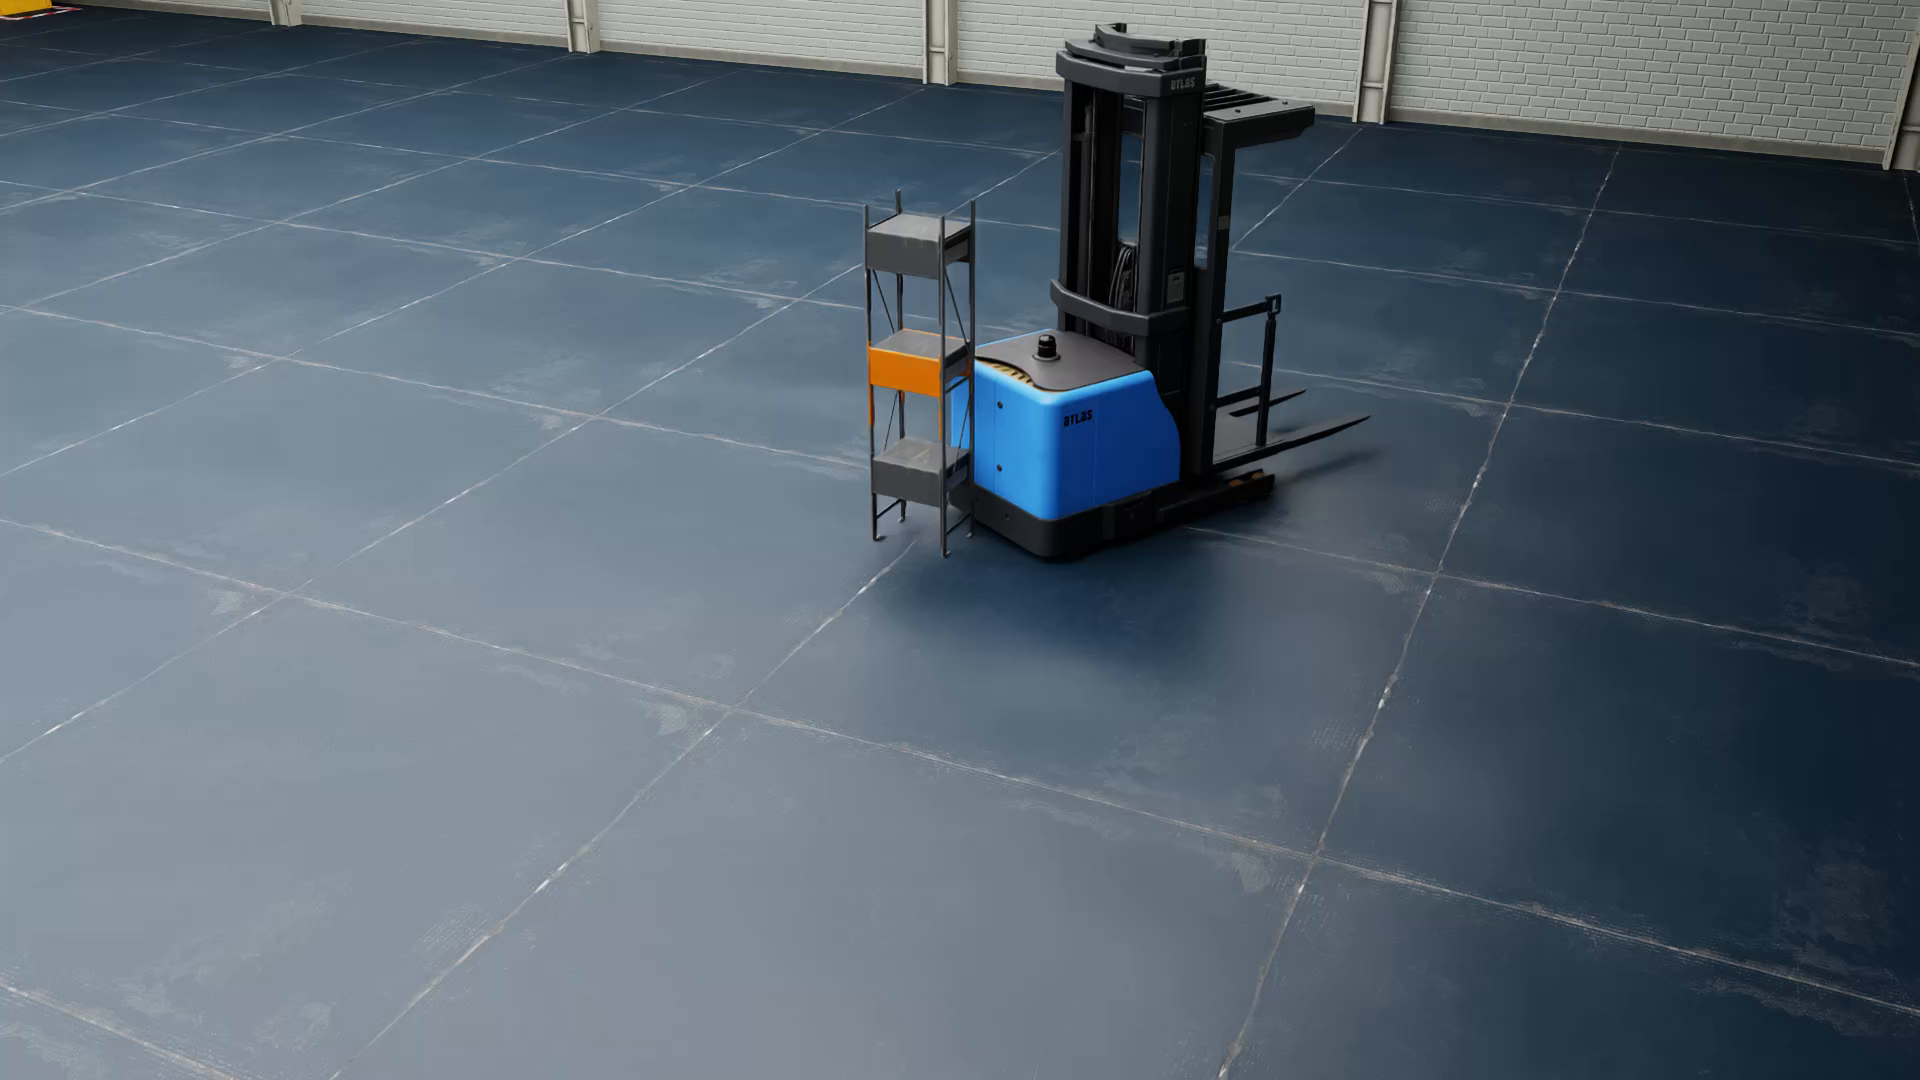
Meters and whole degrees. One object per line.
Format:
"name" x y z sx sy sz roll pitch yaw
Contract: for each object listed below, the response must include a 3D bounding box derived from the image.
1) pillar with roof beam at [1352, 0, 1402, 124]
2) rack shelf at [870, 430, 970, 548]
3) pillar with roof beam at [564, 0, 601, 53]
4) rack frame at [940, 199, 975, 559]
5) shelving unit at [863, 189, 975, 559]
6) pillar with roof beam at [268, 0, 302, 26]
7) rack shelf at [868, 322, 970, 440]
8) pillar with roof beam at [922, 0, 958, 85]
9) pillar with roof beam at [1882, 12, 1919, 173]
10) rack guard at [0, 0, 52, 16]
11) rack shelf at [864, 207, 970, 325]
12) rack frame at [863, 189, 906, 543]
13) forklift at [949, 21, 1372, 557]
"pillar with roof beam" 3.404 -7.606 15.510 0.400 9.000 9.100 11 28 22
"rack shelf" -0.228 -0.316 10.130 0.480 0.518 0.431 13 29 25
"pillar with roof beam" -7.520 -9.800 19.967 0.400 9.000 9.100 11 28 22
"rack frame" -0.012 -0.906 9.712 0.015 2.100 0.400 13 29 25
"shelving unit" -0.228 -0.956 9.814 0.503 2.100 0.431 13 29 25
"pillar with roof beam" -12.982 -10.897 22.195 0.400 9.000 9.100 11 28 22
"rack shelf" -0.228 -0.944 9.820 0.480 0.518 0.431 13 29 25
"pillar with roof beam" -2.058 -8.703 17.739 0.400 9.000 9.100 11 28 22
"pillar with roof beam" 8.865 -6.509 13.282 0.400 9.000 9.100 11 28 22
"rack guard" -16.379 -9.418 28.813 0.348 0.500 1.175 11 28 22
"rack shelf" -0.228 -1.572 9.511 0.480 0.518 0.431 13 29 25
"rack frame" -0.444 -1.006 9.916 0.015 2.100 0.400 13 29 25
"forklift" 1.426 -1.709 10.403 3.031 2.935 1.130 -18 31 -32
